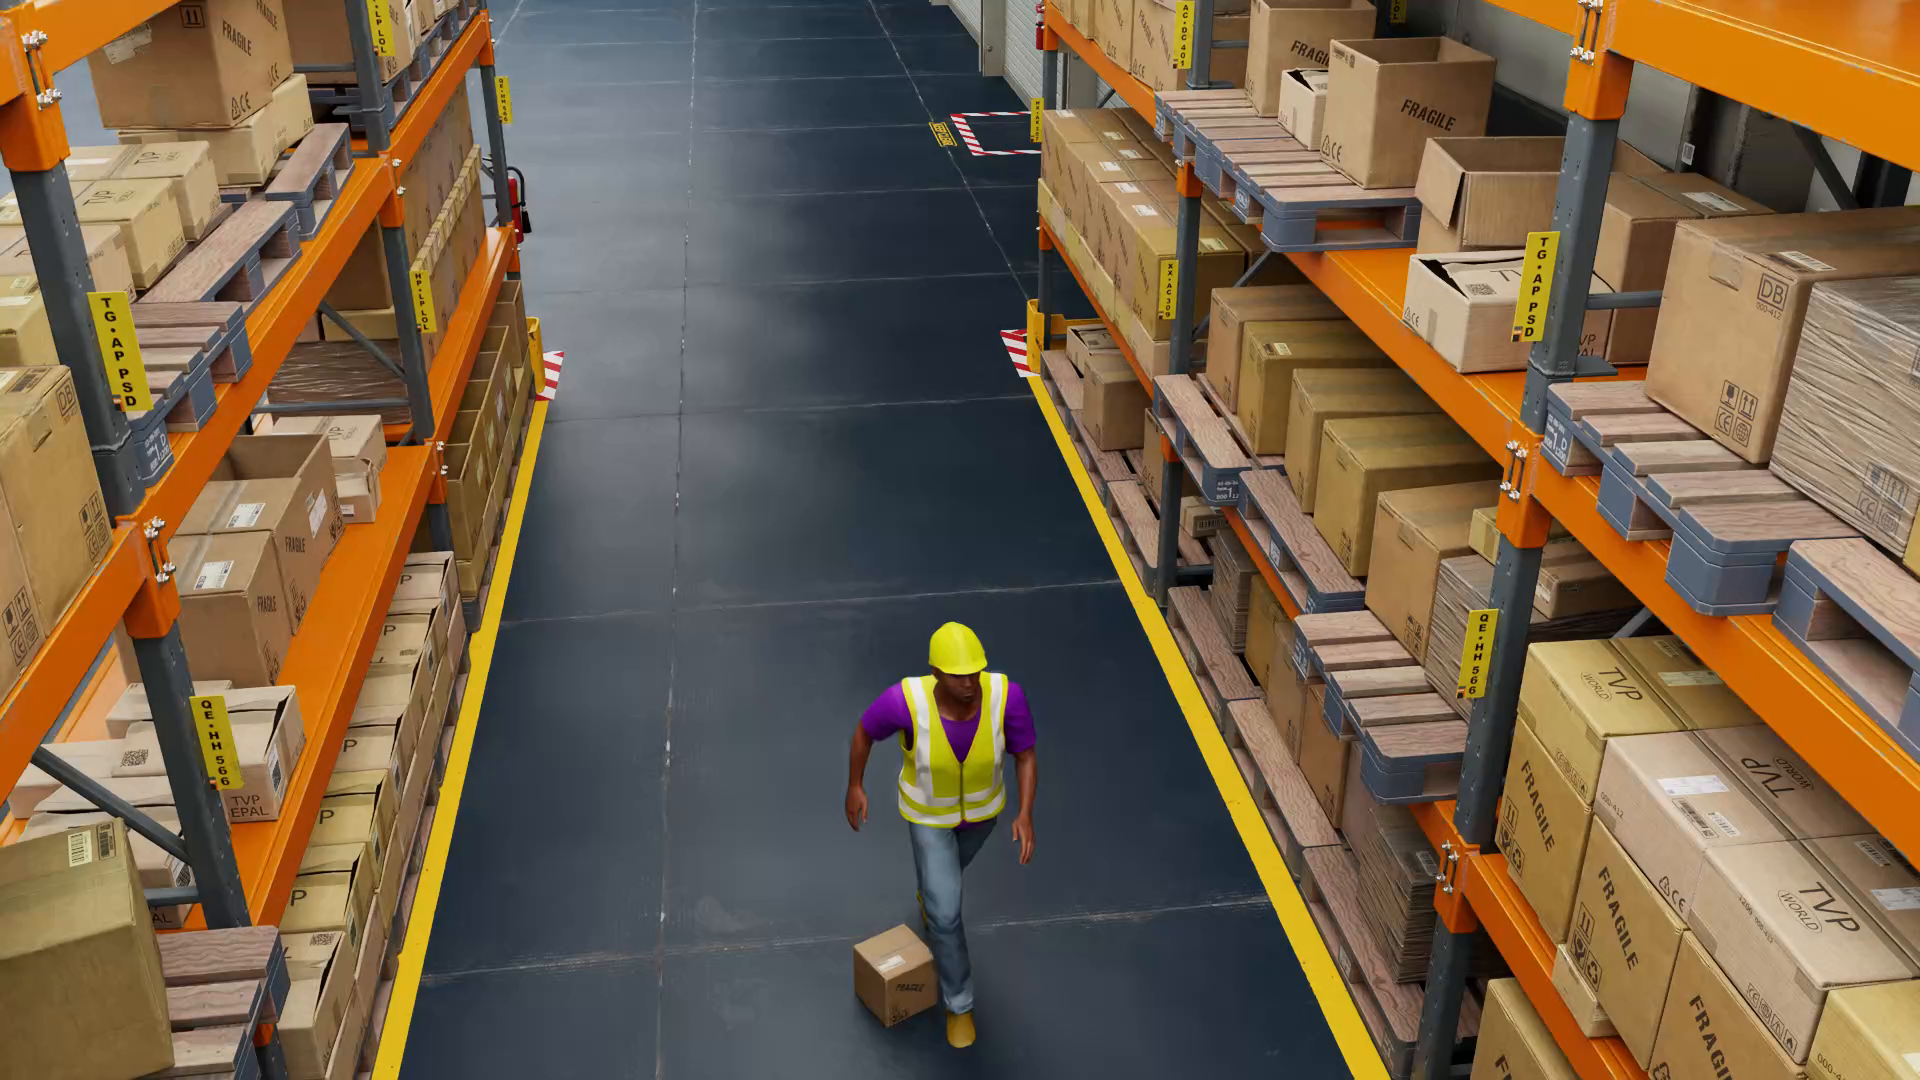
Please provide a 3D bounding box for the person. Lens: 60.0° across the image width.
[{"bbox_3d":[-0.076,1.078,6.584,0.719,1.780,0.956,-9,28,-16],"label":"person"}]
